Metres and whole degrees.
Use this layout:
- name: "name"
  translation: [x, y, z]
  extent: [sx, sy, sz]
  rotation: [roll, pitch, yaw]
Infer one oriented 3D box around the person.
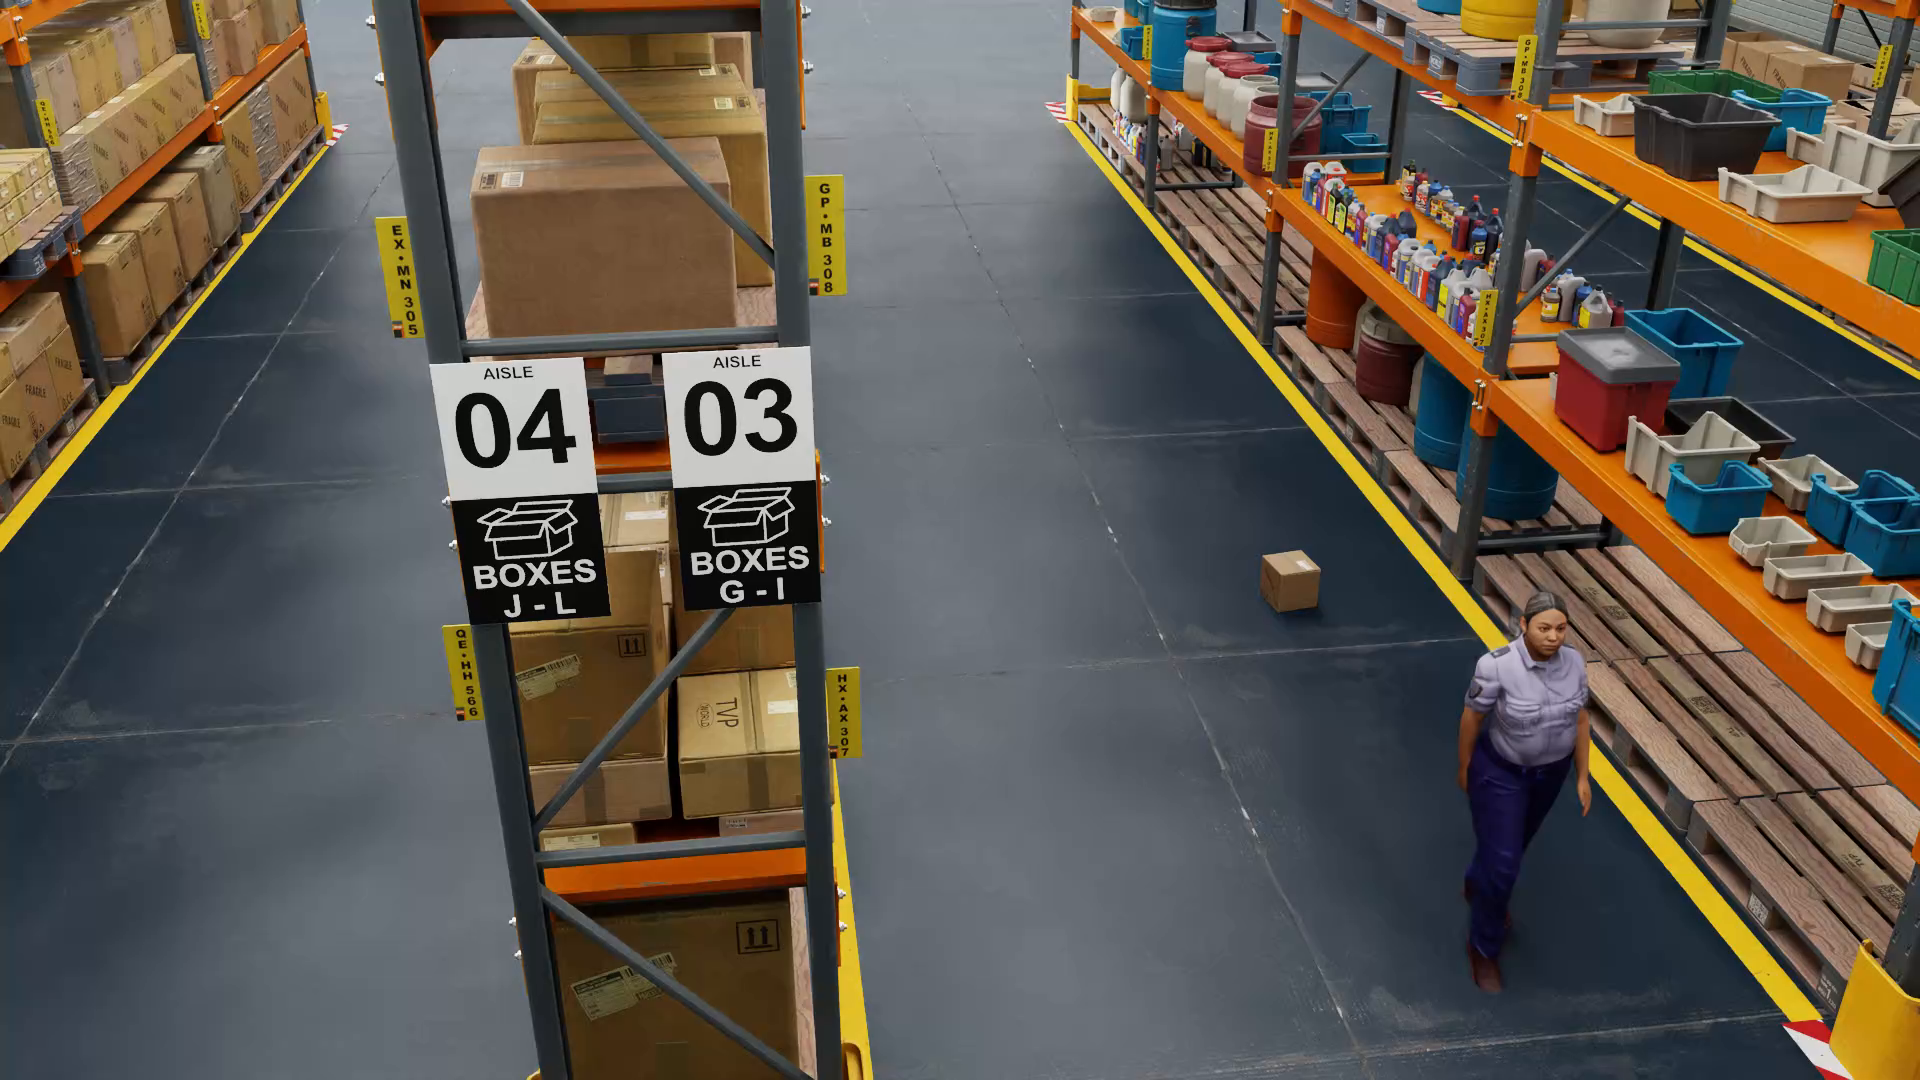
- name: "person"
  translation: [2.290, 1.000, 6.740]
  extent: [0.478, 1.710, 0.608]
  rotation: [-8, 28, -15]
